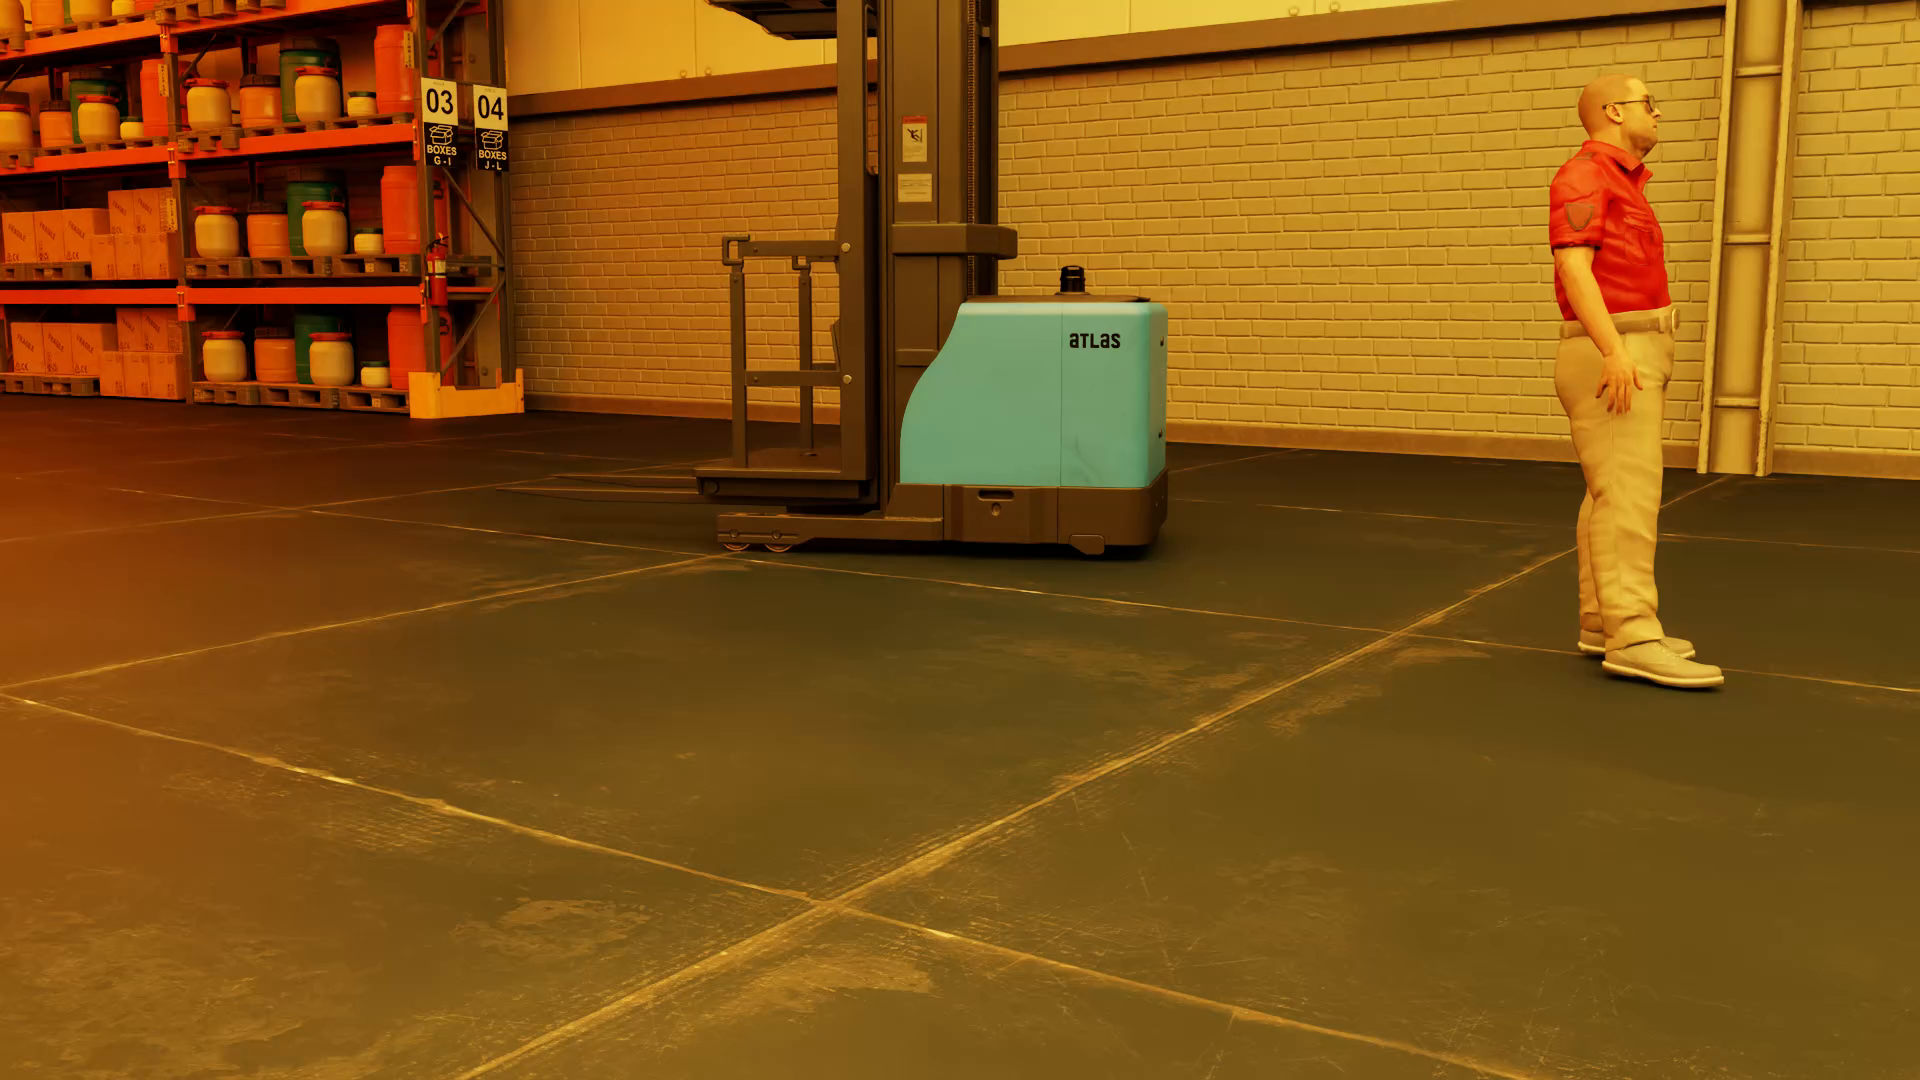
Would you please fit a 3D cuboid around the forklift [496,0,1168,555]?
[{"bbox_3d":[-0.596,-1.469,7.520,3.031,2.935,1.130,2,8,12],"label":"forklift"}]

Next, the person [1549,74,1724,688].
[{"bbox_3d":[2.015,-0.491,4.870,0.551,1.727,0.640,5,9,29],"label":"person"}]
